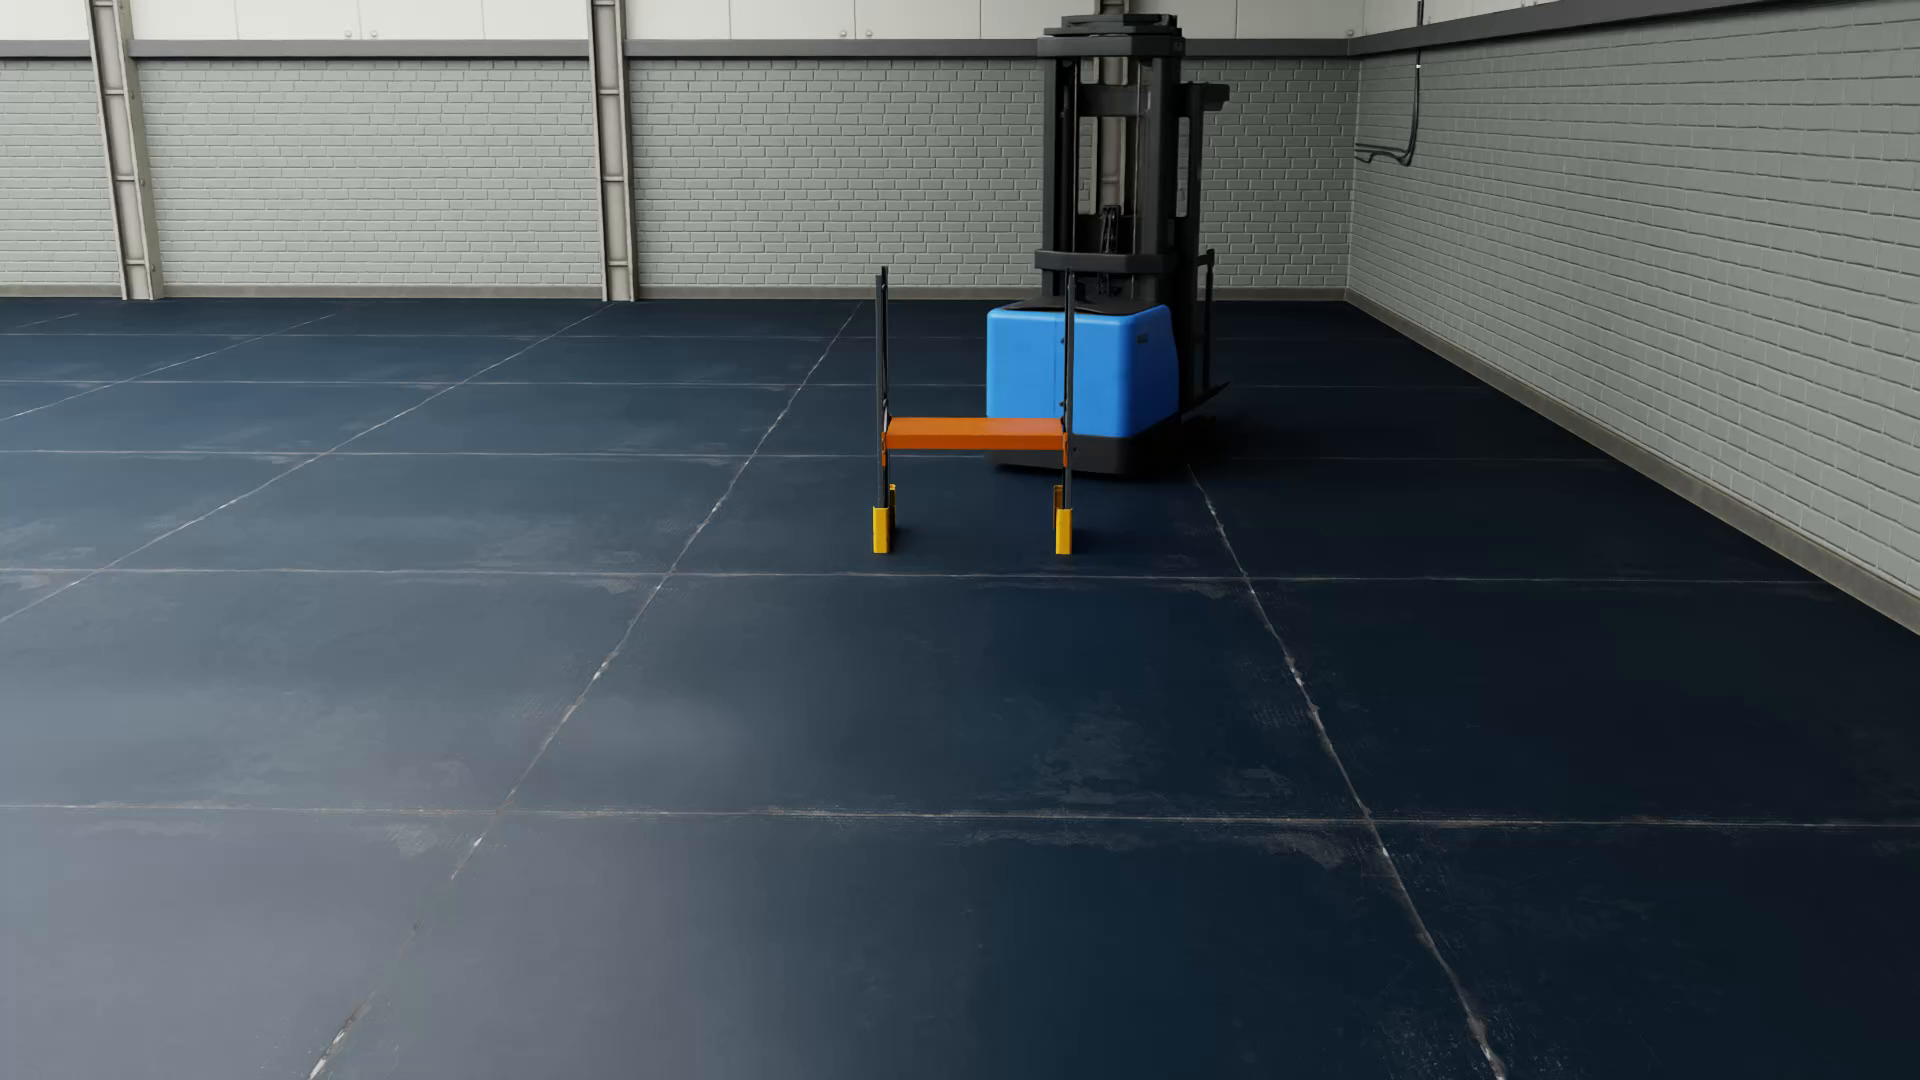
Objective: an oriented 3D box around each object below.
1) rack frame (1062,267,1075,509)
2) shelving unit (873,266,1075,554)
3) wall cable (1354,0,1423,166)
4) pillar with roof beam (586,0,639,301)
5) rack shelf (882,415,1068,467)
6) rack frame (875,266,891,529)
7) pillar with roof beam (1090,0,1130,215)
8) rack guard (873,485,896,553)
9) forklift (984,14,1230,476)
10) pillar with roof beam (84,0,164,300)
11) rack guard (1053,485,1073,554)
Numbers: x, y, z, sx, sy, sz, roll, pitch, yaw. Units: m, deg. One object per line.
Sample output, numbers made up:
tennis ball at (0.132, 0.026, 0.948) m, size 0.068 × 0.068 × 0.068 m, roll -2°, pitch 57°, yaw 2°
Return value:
rack frame at (0.593, -0.721, 9.134) m, size 0.032 × 1.500 × 0.500 m, roll 0°, pitch 15°, yaw 1°
shelving unit at (0.076, -0.725, 9.147) m, size 1.083 × 1.500 × 0.587 m, roll 0°, pitch 15°, yaw 1°
wall cable at (4.702, -5.438, 18.400) m, size 0.112 × 2.526 × 3.097 m, roll 0°, pitch 15°, yaw 1°
pillar with roof beam at (-4.317, -6.237, 15.341) m, size 0.400 × 9.000 × 9.100 m, roll 0°, pitch 15°, yaw 1°
rack shelf at (0.085, -0.551, 9.192) m, size 1.000 × 0.185 × 0.538 m, roll 0°, pitch 15°, yaw 1°
rack frame at (-0.423, -0.728, 9.159) m, size 0.032 × 1.500 × 0.500 m, roll 0°, pitch 15°, yaw 1°
pillar with roof beam at (1.681, -6.198, 15.193) m, size 0.400 × 9.000 × 9.100 m, roll 0°, pitch 15°, yaw 1°
rack guard at (-0.422, -0.124, 9.319) m, size 0.087 × 0.250 × 0.587 m, roll 0°, pitch 15°, yaw 1°
forklift at (1.229, -2.163, 11.794) m, size 1.130 × 2.935 × 3.031 m, roll 7°, pitch 16°, yaw 24°
pillar with roof beam at (-10.315, -6.276, 15.490) m, size 0.400 × 9.000 × 9.100 m, roll 0°, pitch 15°, yaw 1°
rack guard at (0.574, -0.117, 9.294) m, size 0.087 × 0.250 × 0.587 m, roll 0°, pitch 15°, yaw 1°
